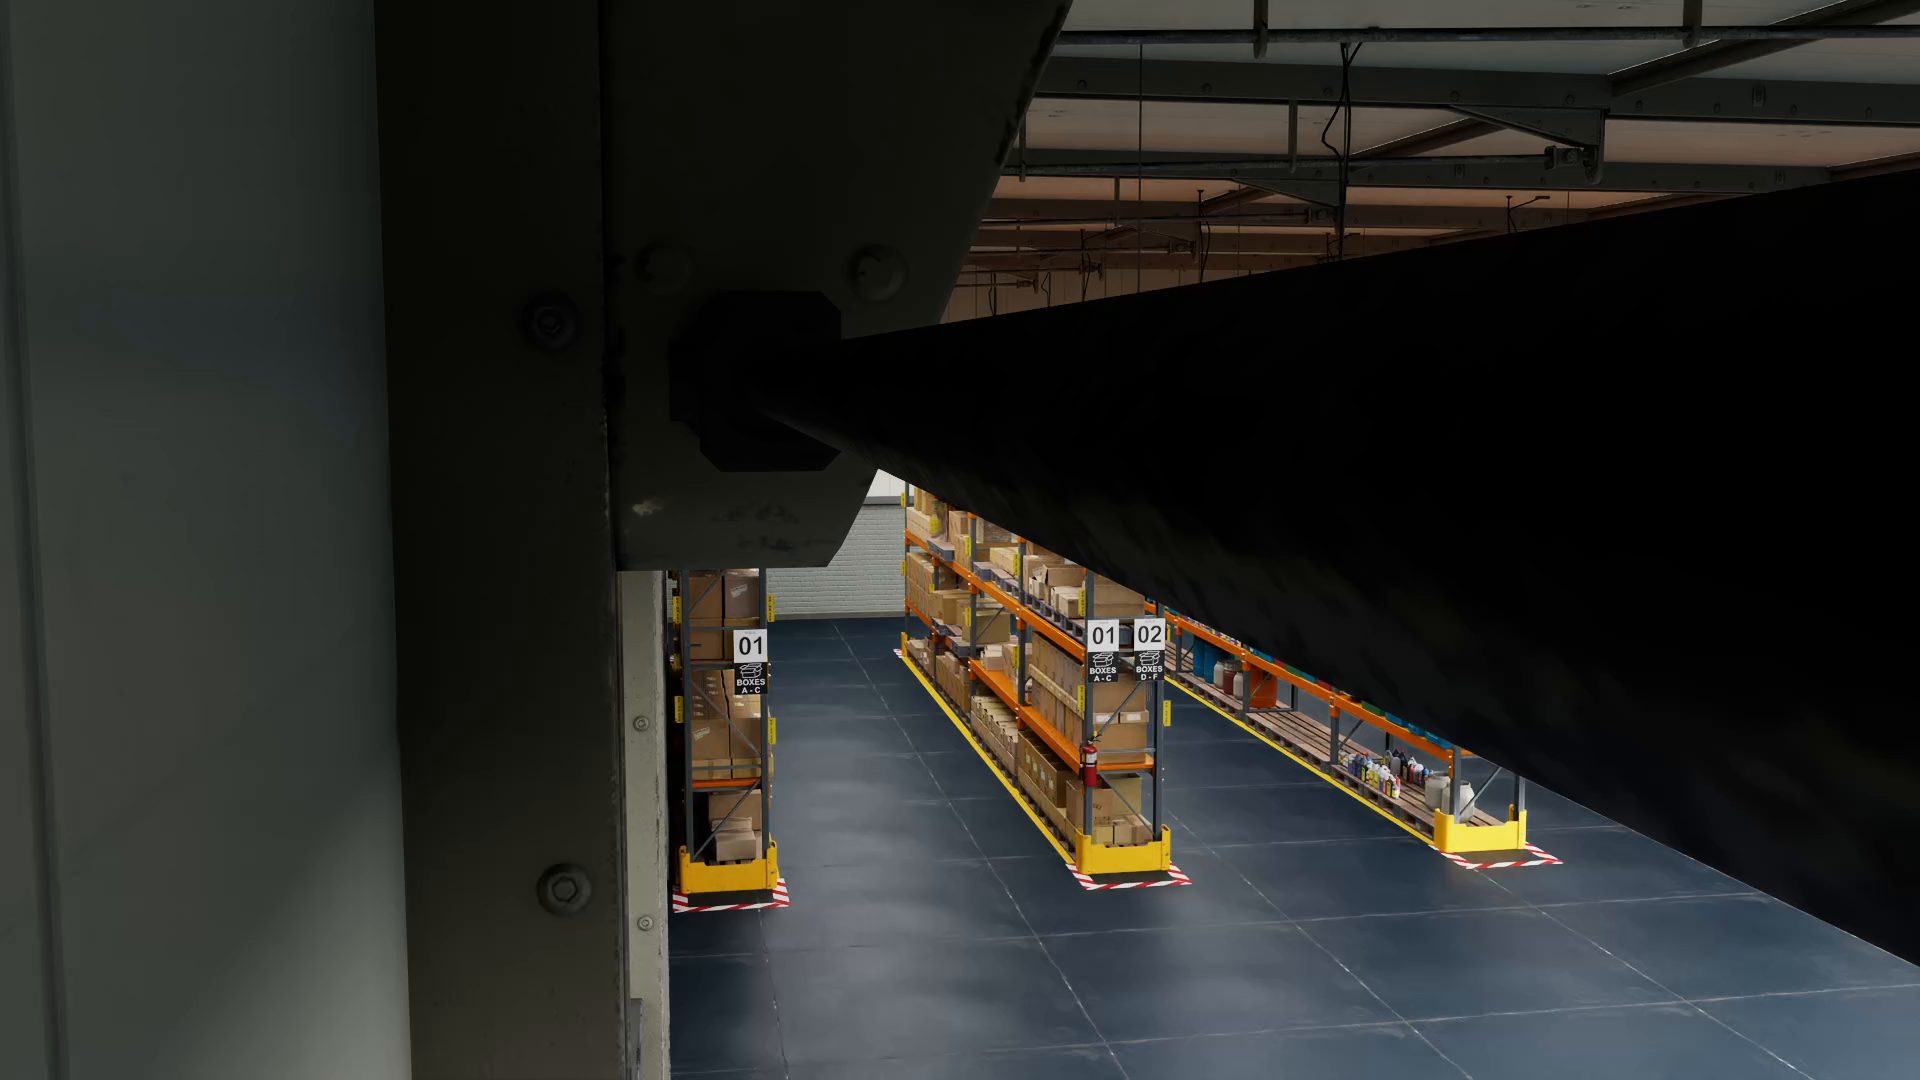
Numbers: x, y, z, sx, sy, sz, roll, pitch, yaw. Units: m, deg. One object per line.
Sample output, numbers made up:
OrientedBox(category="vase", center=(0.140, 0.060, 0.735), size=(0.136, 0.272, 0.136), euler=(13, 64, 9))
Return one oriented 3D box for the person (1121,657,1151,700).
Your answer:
OrientedBox(category="person", center=(3.171, 2.399, 29.630), size=(0.716, 1.735, 0.651), euler=(-1, 6, -9))
